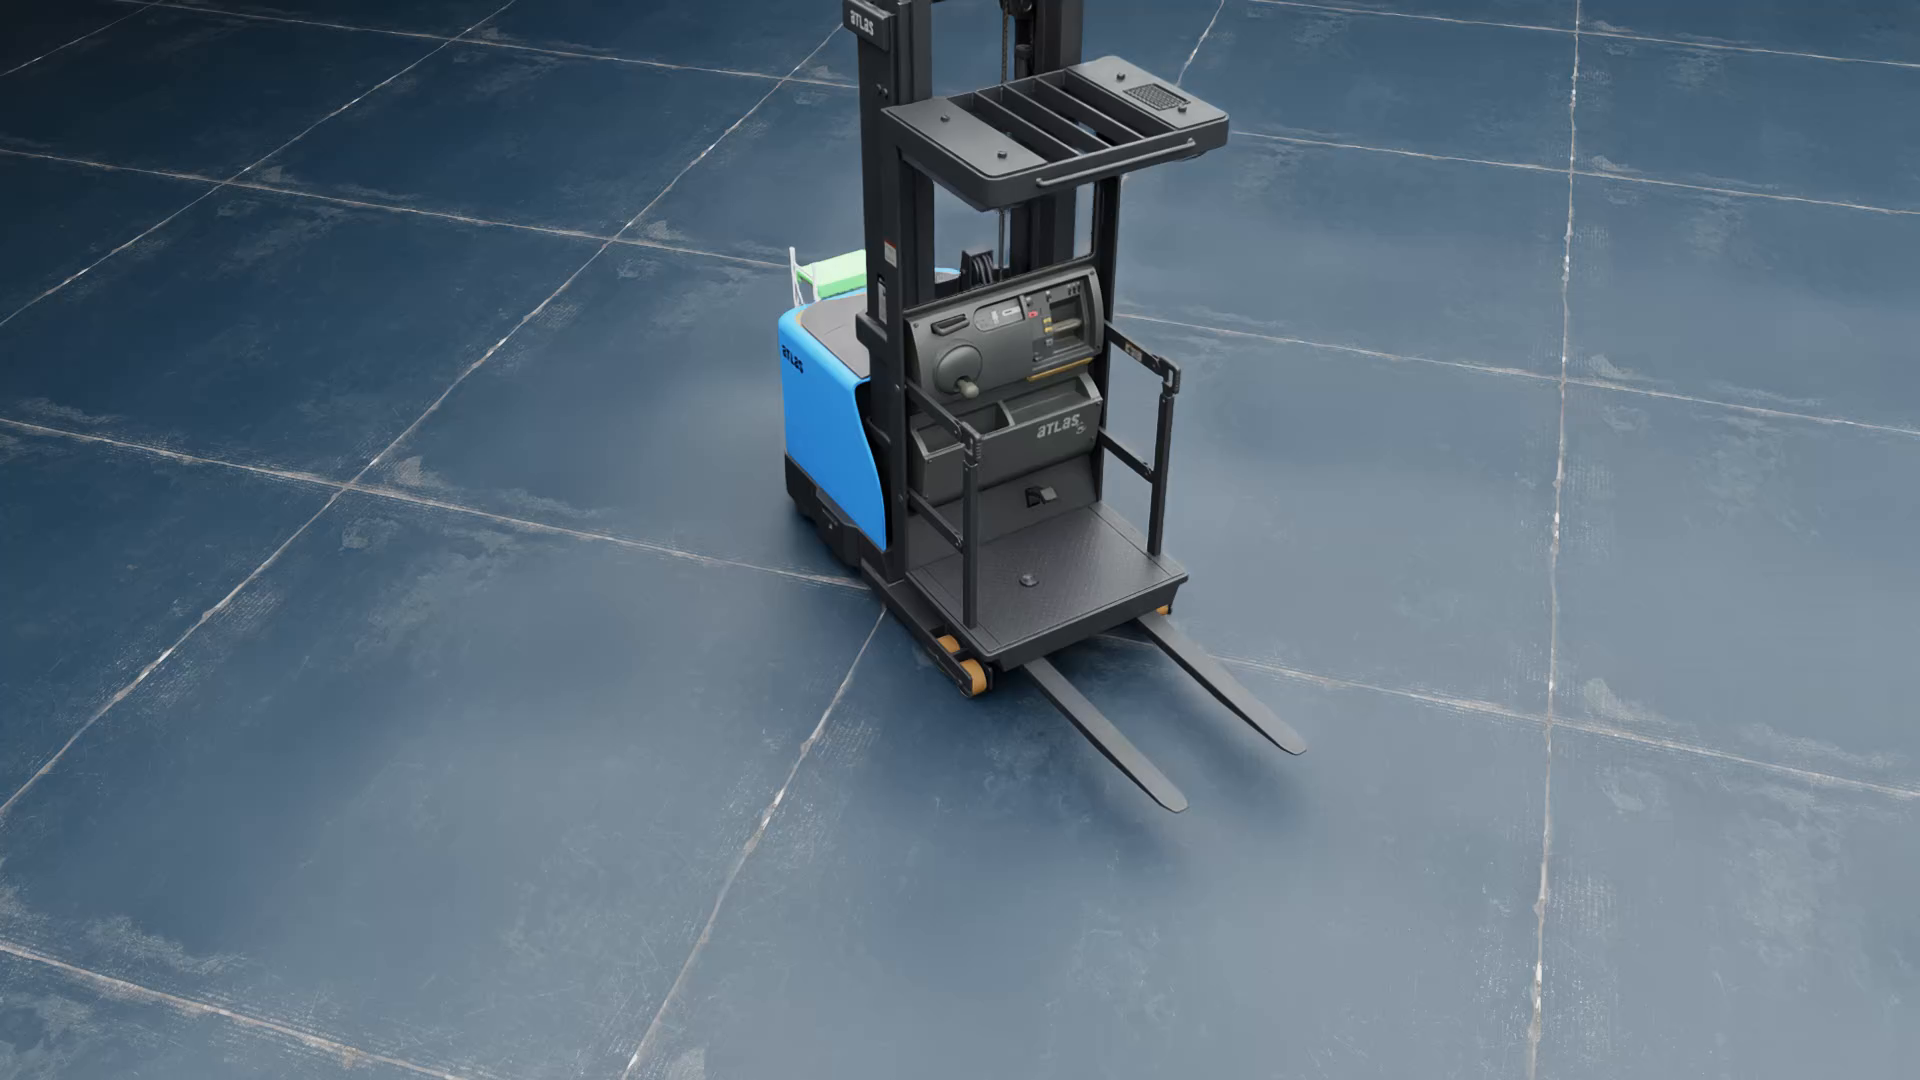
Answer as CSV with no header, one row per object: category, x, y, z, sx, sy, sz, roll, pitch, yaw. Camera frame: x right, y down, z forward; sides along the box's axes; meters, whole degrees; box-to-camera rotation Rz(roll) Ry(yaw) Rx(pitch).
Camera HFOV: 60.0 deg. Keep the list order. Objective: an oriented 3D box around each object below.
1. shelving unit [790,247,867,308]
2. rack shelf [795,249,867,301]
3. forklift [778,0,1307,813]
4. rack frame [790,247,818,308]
shelving unit,-0.551,-0.970,8.549,0.503,1.200,0.258,-21,39,-26
rack shelf,-0.558,-1.312,8.312,0.480,0.148,0.258,-21,39,-26
forklift,0.321,-0.810,6.878,1.130,2.935,3.031,-20,41,-25
rack frame,-0.754,-0.891,8.440,0.015,1.200,0.240,-21,39,-26
